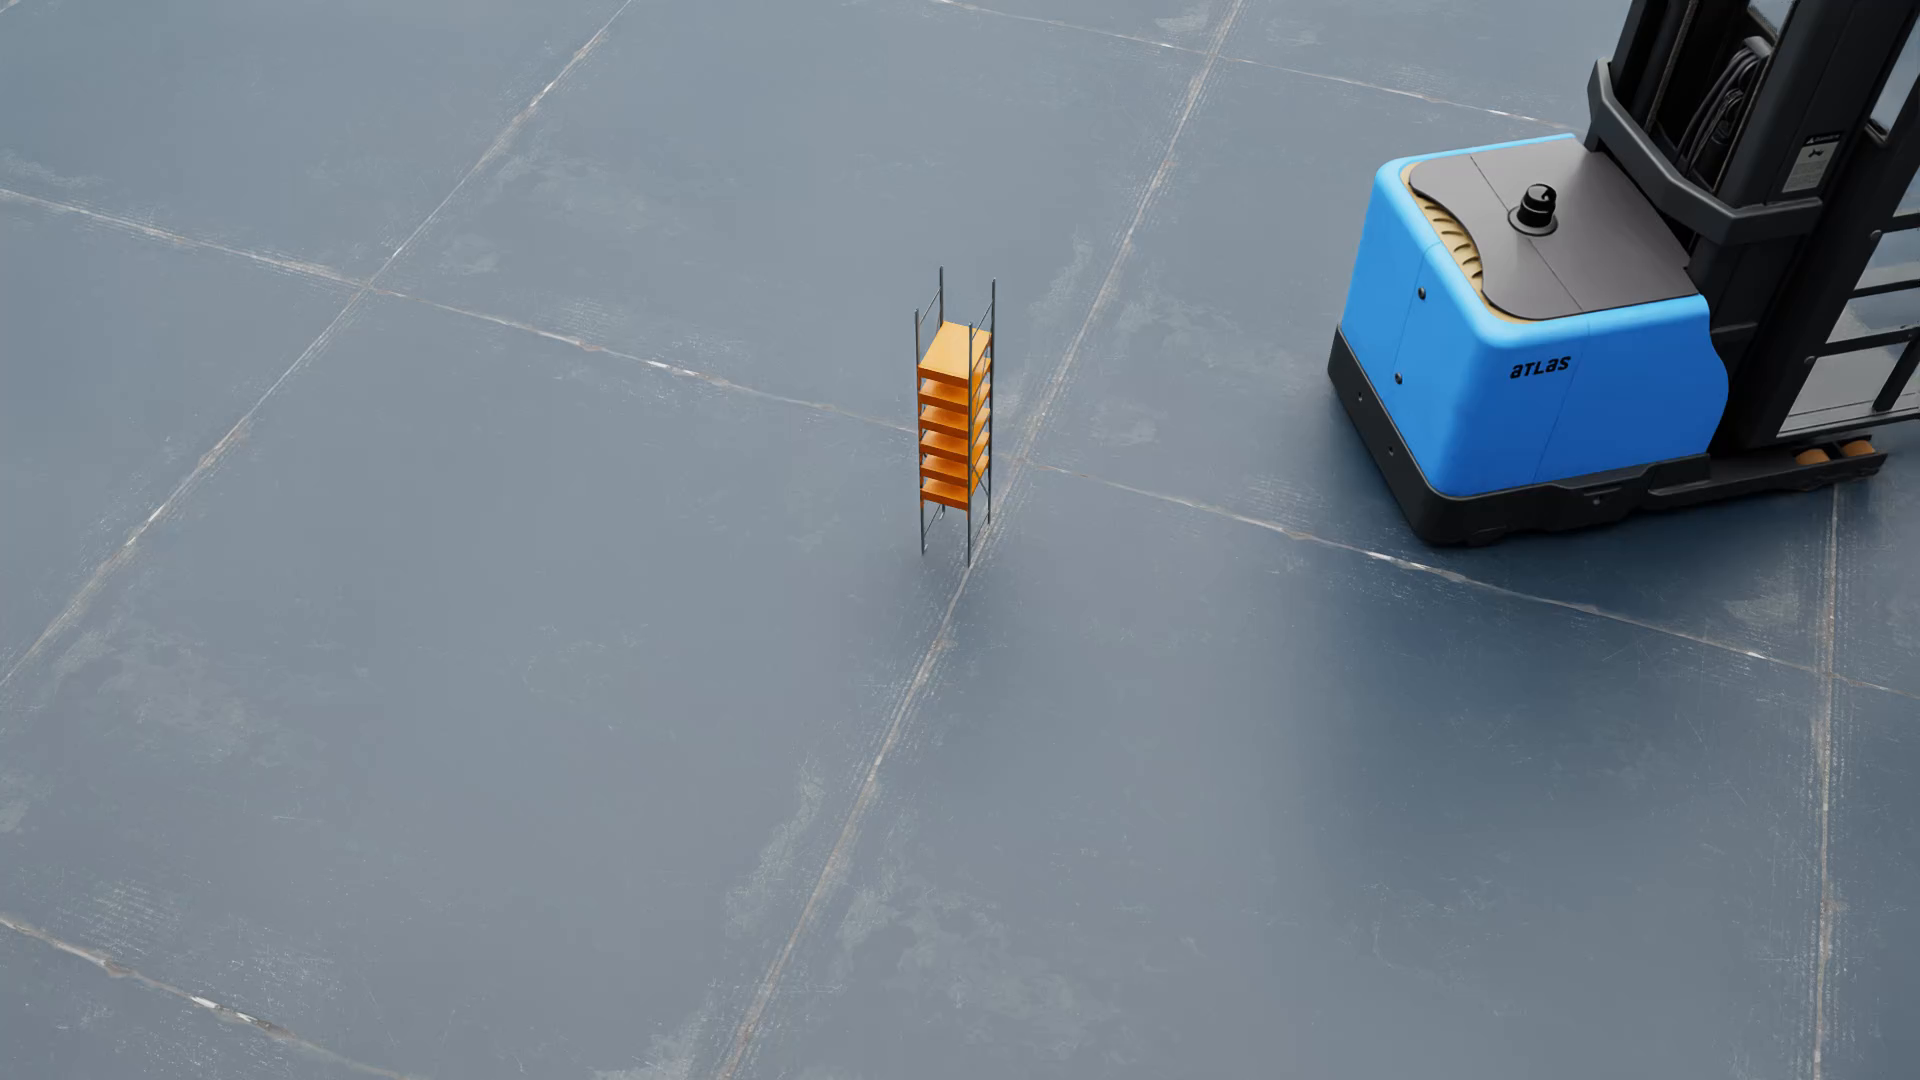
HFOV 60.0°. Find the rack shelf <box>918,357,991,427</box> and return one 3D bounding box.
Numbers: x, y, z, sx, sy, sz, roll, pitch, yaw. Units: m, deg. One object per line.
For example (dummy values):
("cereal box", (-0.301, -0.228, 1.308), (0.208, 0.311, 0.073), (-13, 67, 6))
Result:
("rack shelf", (-0.014, -0.525, 5.652), (0.180, 0.103, 0.258), (16, 51, 13))

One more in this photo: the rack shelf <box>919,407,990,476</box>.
("rack shelf", (-0.014, -0.368, 5.833), (0.180, 0.103, 0.258), (16, 51, 13))

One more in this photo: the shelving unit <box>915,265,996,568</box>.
("shelving unit", (-0.014, -0.397, 5.800), (0.189, 1.200, 0.258), (16, 51, 13))

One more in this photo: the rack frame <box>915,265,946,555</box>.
("rack frame", (-0.099, -0.421, 5.821), (0.006, 1.200, 0.240), (16, 51, 13))

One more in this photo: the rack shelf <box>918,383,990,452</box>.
("rack shelf", (-0.014, -0.446, 5.743), (0.180, 0.103, 0.258), (16, 51, 13))

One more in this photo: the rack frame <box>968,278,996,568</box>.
("rack frame", (0.072, -0.373, 5.779), (0.006, 1.200, 0.240), (16, 51, 13))

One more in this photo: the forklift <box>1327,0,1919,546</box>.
("forklift", (3.063, -1.532, 5.638), (3.031, 2.935, 1.130), (-10, 50, -9))

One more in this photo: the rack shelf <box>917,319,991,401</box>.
("rack shelf", (-0.014, -0.603, 5.561), (0.180, 0.103, 0.258), (16, 51, 13))

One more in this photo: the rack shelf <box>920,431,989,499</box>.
("rack shelf", (-0.014, -0.289, 5.924), (0.180, 0.103, 0.258), (16, 51, 13))

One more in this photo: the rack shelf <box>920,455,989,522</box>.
("rack shelf", (-0.014, -0.210, 6.015), (0.180, 0.103, 0.258), (16, 51, 13))
